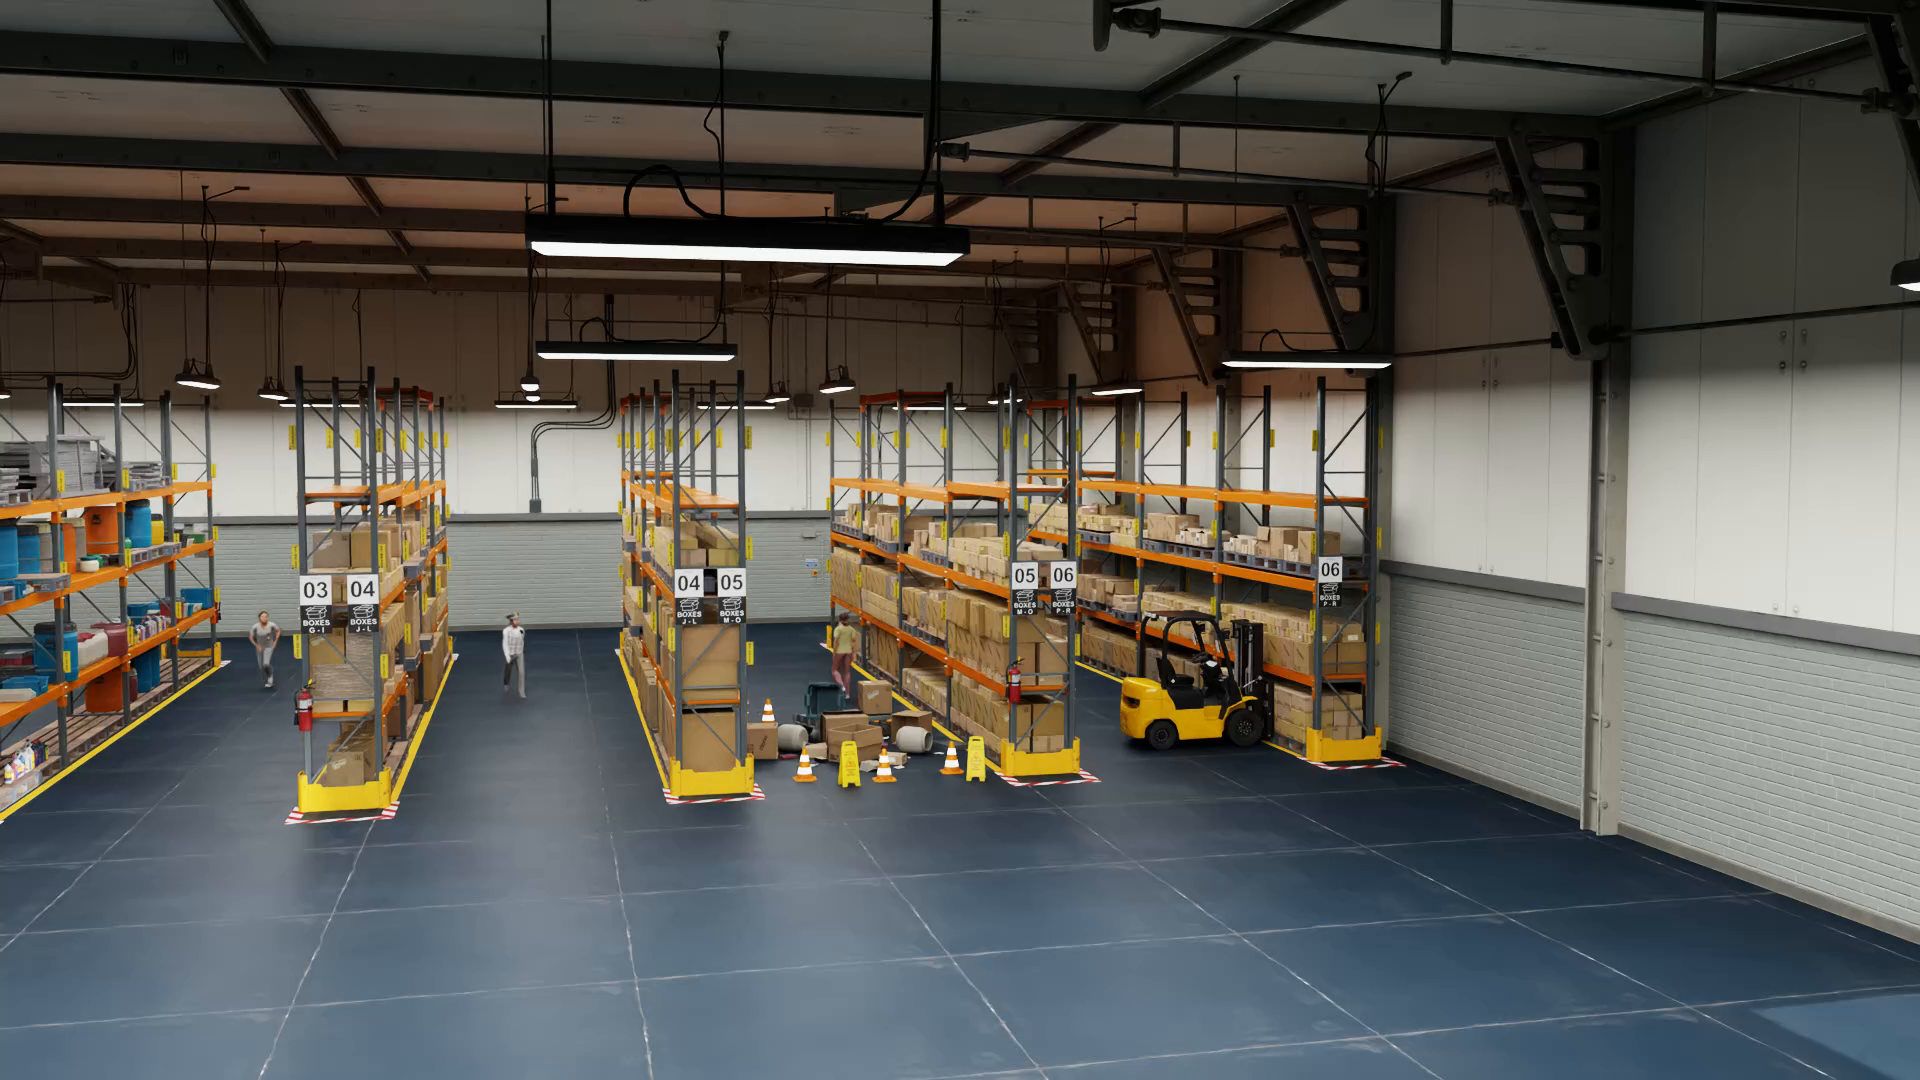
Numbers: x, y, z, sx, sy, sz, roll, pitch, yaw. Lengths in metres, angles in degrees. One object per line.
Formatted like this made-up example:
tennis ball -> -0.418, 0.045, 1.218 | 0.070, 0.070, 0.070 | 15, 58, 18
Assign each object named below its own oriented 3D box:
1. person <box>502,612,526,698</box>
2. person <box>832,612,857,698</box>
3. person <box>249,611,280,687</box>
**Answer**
person -> -8.700, 2.225, 32.406 | 0.443, 1.620, 0.989 | -1, 4, -24
person -> -2.226, 2.236, 32.228 | 0.481, 1.675, 0.480 | -1, 4, -21
person -> -14.067, 2.206, 33.683 | 0.525, 1.579, 0.700 | 0, 3, -6
